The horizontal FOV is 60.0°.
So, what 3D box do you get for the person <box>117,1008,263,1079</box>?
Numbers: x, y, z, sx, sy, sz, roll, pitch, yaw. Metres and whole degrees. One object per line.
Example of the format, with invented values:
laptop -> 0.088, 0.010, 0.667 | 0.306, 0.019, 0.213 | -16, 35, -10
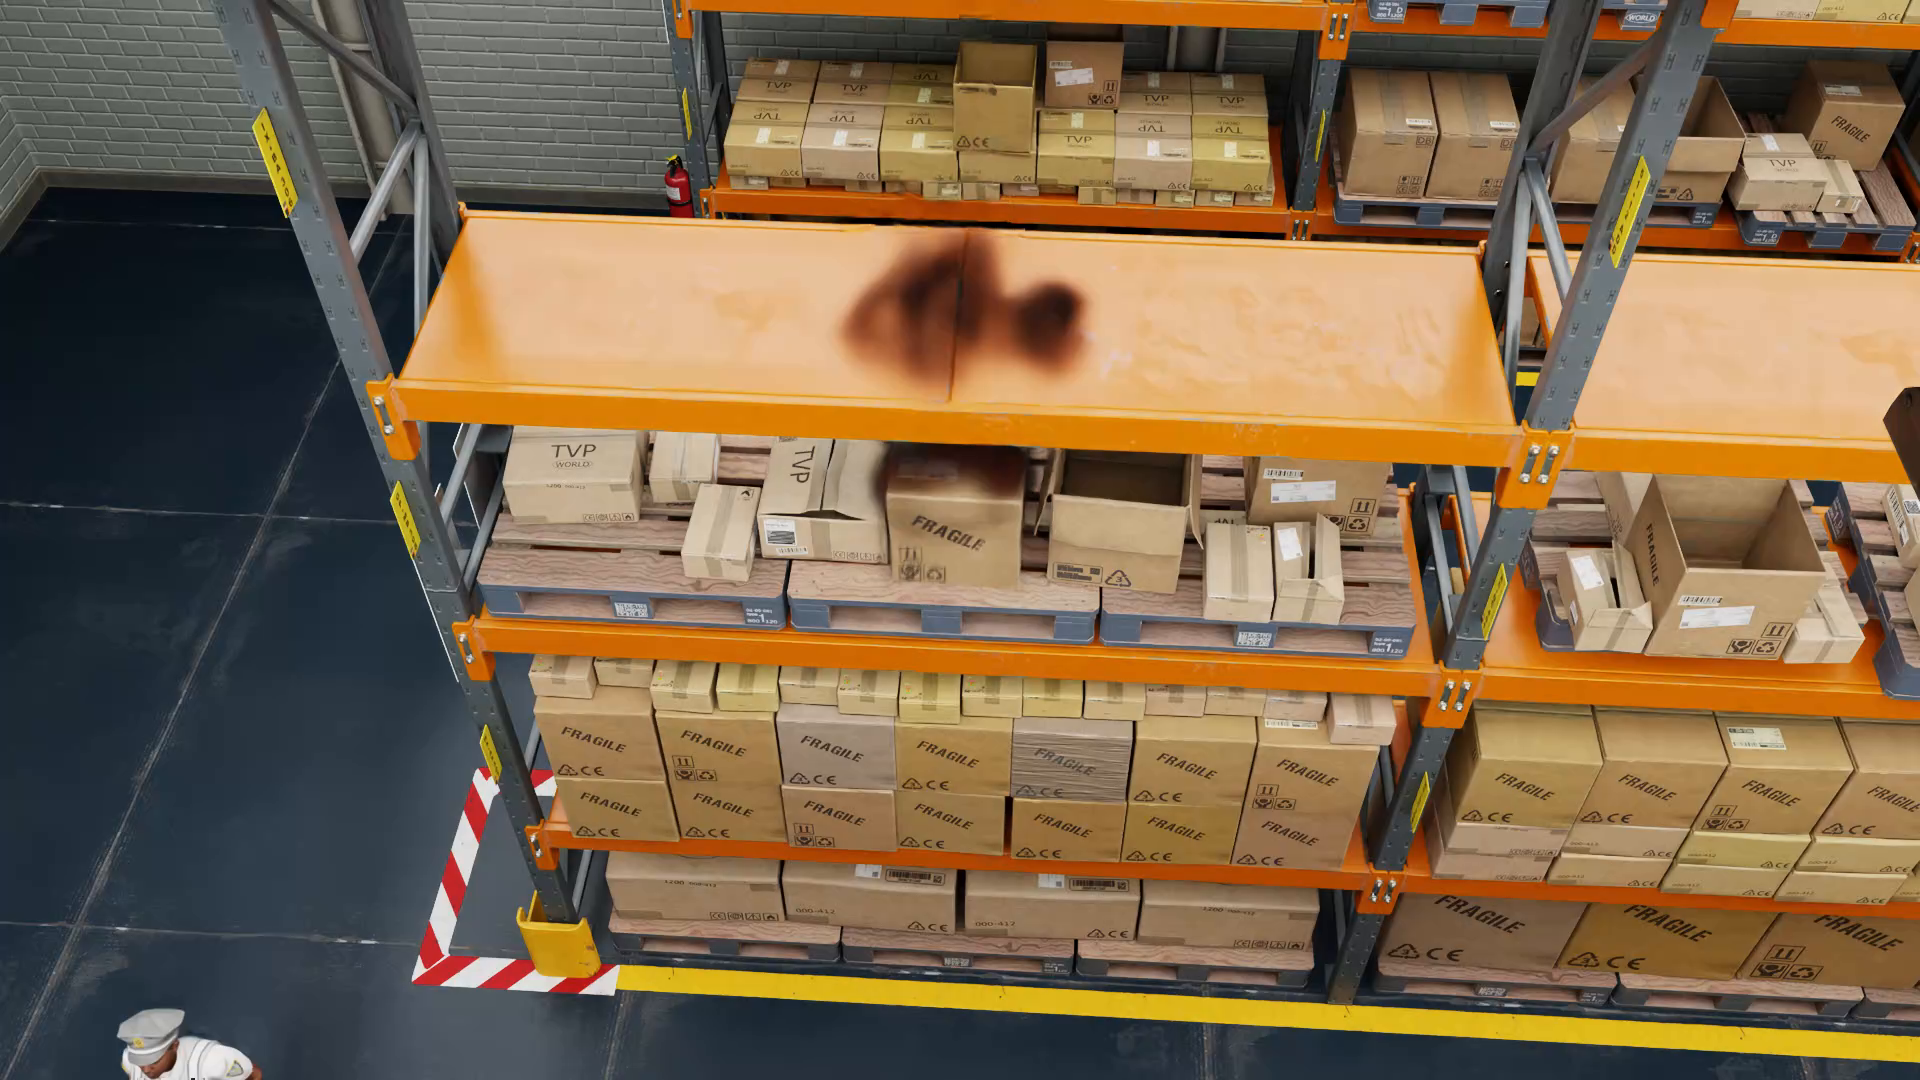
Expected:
person -> -3.315, 2.523, 7.343 | 0.574, 1.648, 0.584 | -2, 48, -1
